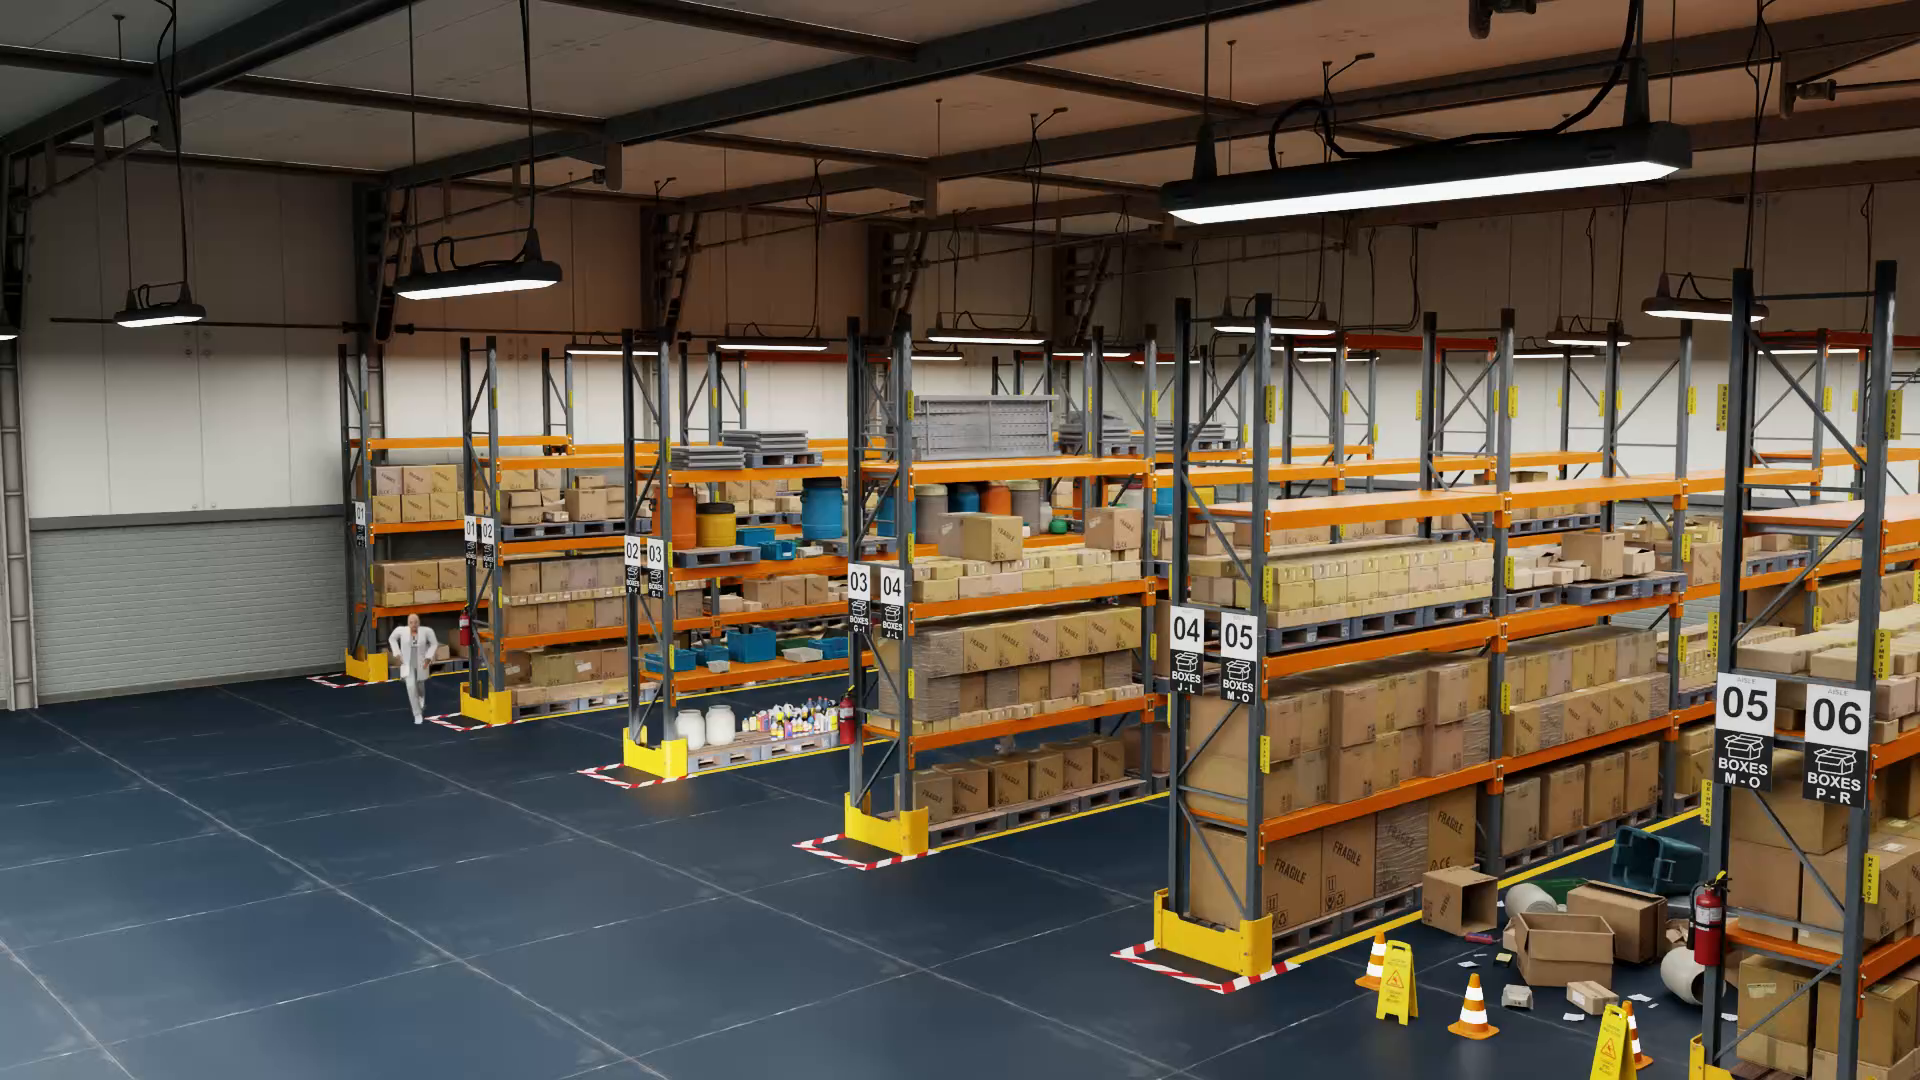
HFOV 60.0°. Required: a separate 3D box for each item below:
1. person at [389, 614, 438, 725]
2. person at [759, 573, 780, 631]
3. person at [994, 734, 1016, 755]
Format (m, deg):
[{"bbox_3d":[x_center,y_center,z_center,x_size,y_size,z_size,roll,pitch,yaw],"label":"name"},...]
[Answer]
[{"bbox_3d":[-8.597,1.986,26.231,0.731,1.740,1.048,-1,5,-11],"label":"person"},{"bbox_3d":[-3.839,1.352,33.312,0.522,1.713,0.804,5,7,42],"label":"person"},{"bbox_3d":[0.533,2.049,22.166,0.489,1.767,0.654,-1,5,-8],"label":"person"}]
